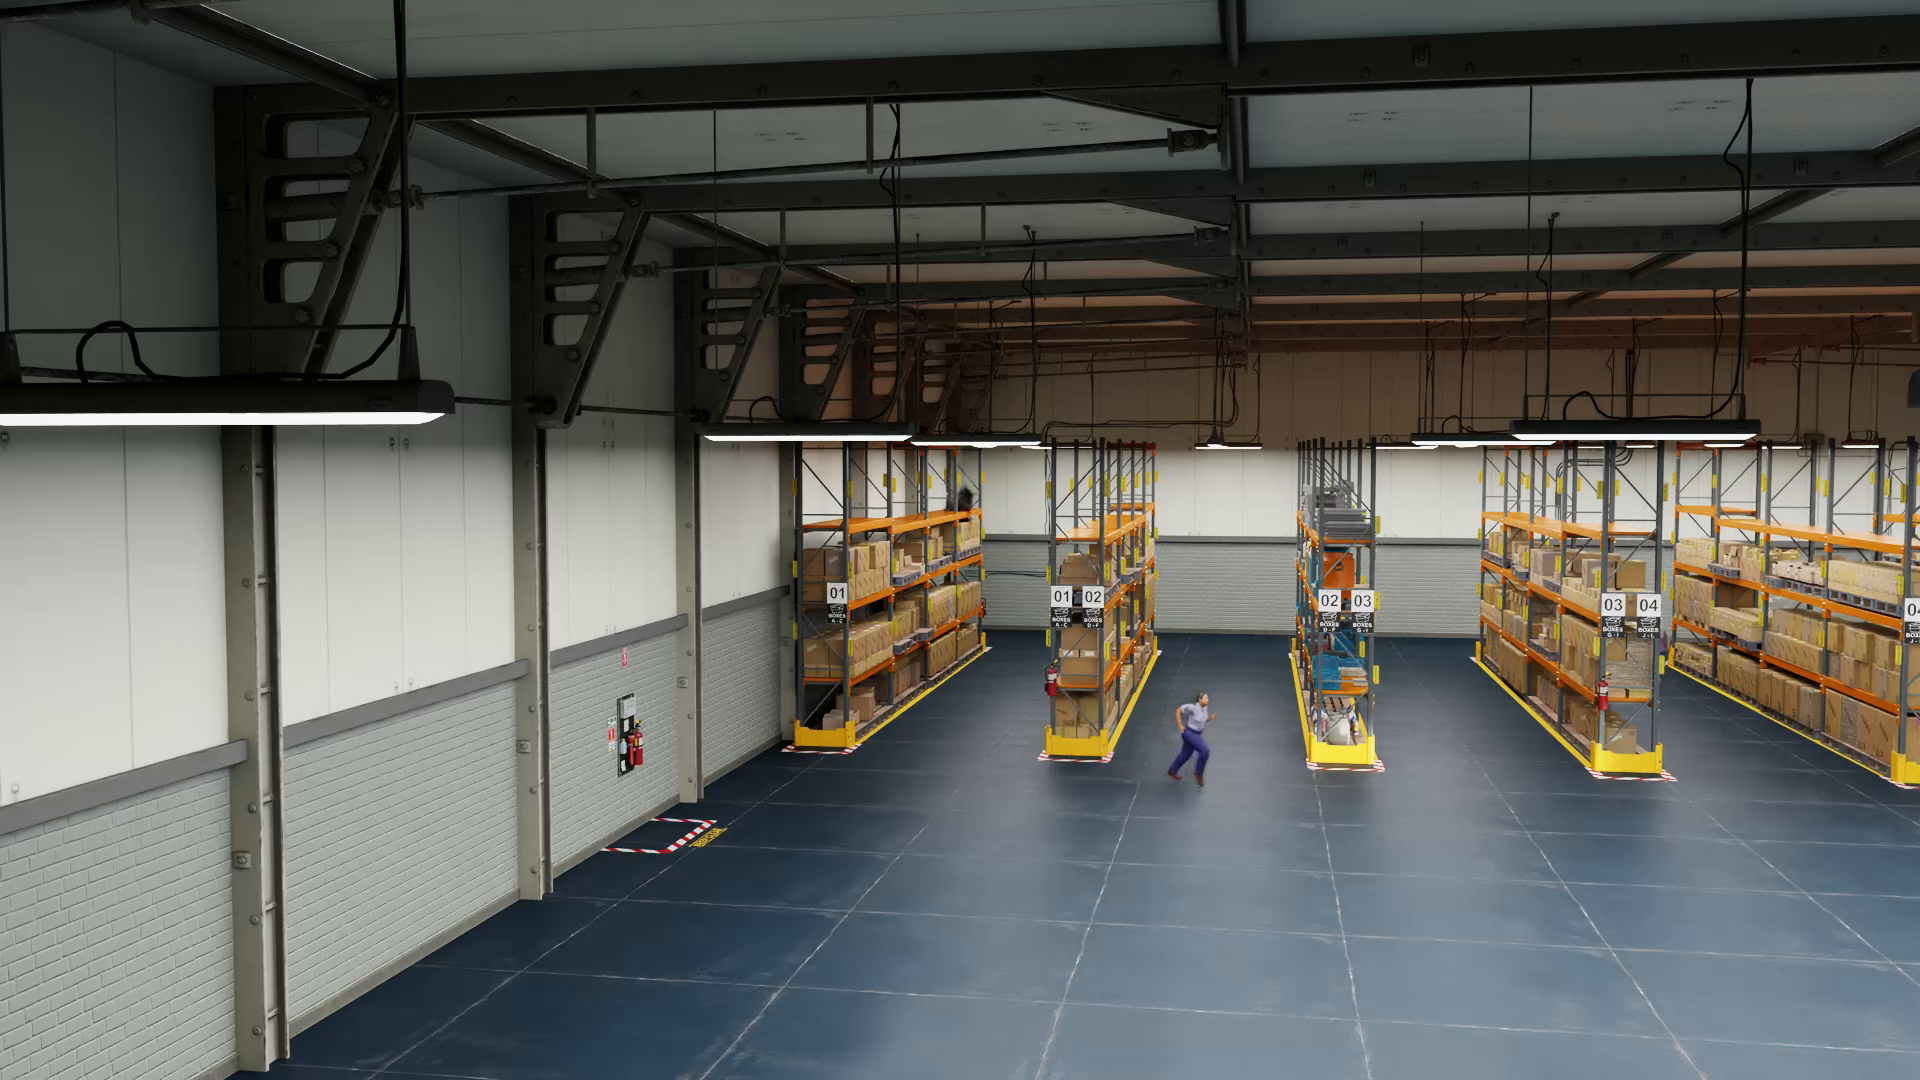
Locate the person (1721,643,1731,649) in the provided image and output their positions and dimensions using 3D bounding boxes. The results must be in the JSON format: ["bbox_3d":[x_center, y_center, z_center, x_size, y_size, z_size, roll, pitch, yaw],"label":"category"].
[{"bbox_3d":[21.206,2.447,45.682,0.596,1.737,0.669,1,3,13],"label":"person"}]

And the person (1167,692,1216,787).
[{"bbox_3d":[3.983,3.407,28.643,0.886,1.633,0.597,2,3,29],"label":"person"}]

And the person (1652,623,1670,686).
[{"bbox_3d":[17.196,2.774,40.931,0.548,1.585,0.661,1,3,17],"label":"person"}]

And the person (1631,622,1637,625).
[{"bbox_3d":[17.448,2.647,42.827,0.598,1.629,0.552,1,3,14],"label":"person"}]
